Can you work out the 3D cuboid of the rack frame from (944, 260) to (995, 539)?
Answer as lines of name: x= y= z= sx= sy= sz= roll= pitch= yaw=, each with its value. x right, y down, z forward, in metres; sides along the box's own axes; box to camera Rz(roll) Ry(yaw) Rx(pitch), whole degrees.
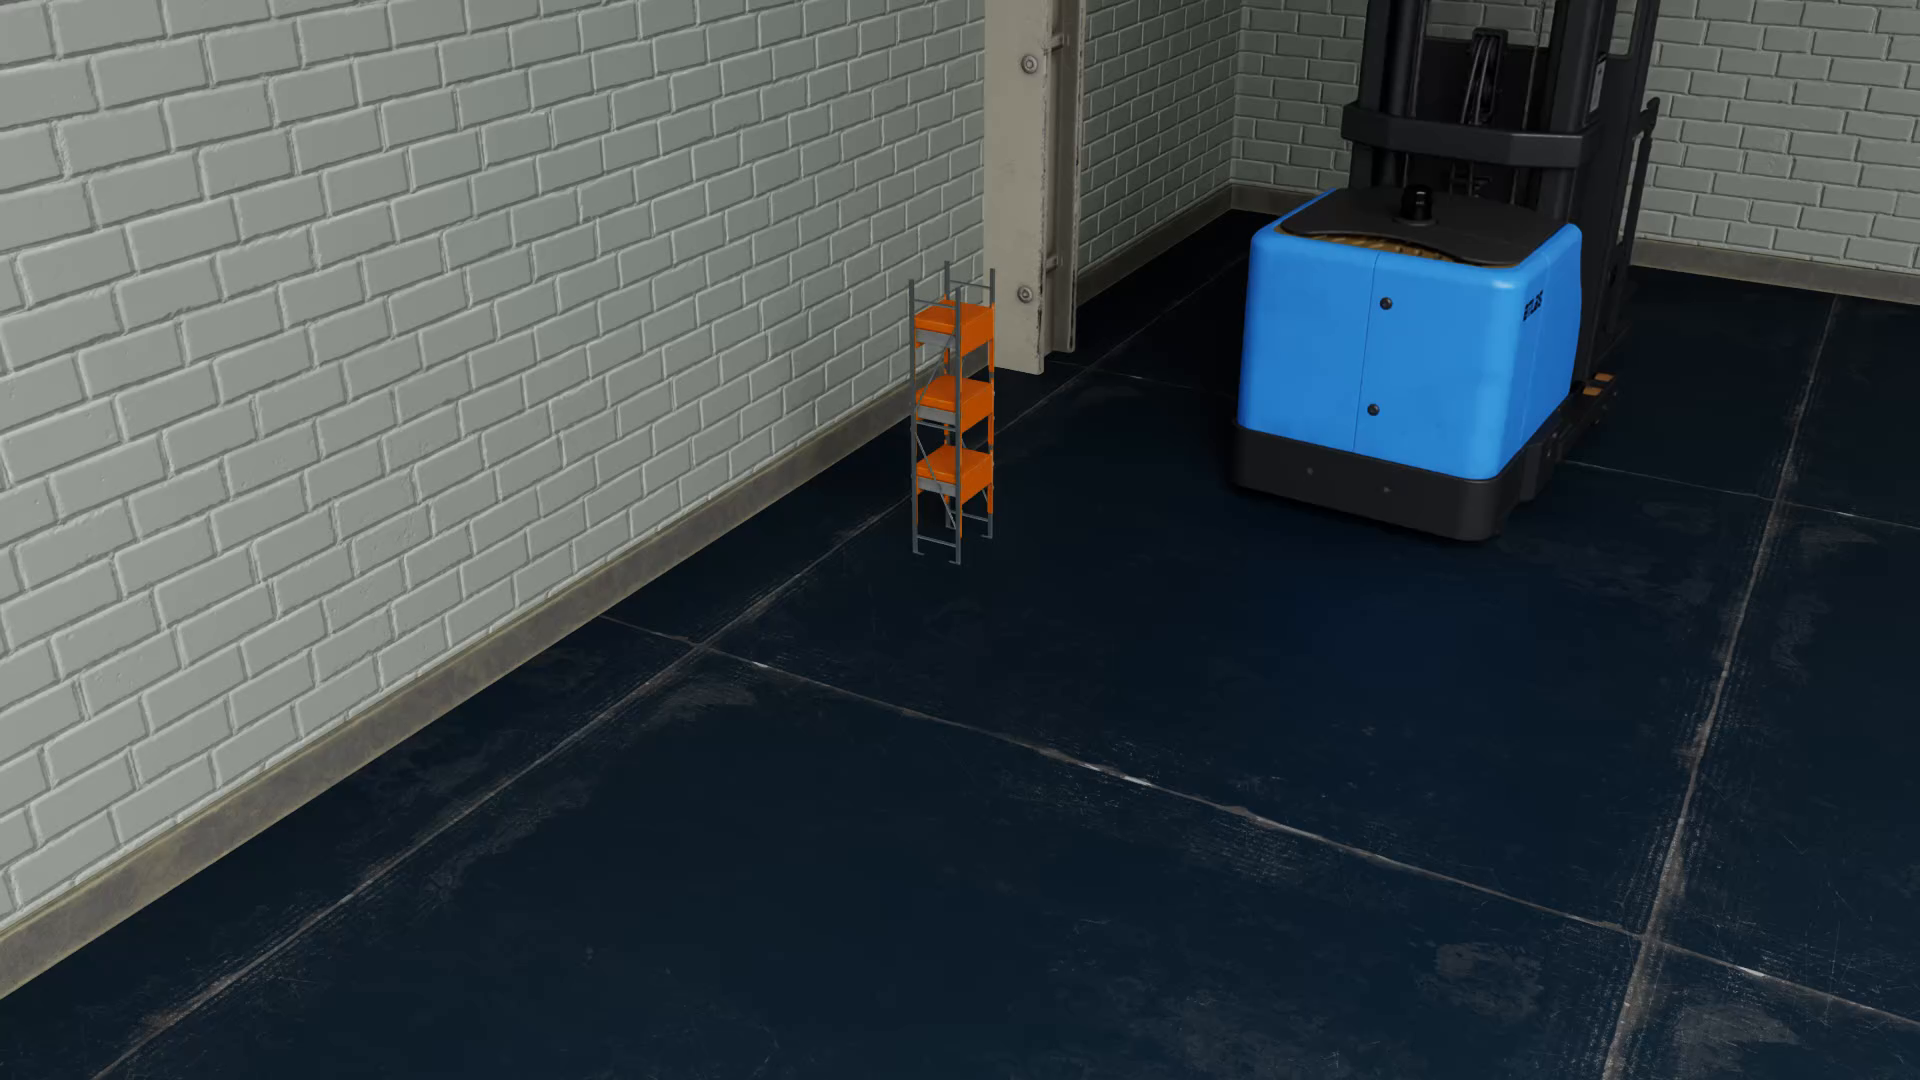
rack frame: x=0.034 y=-0.496 z=6.068 sx=0.200 sy=1.050 sz=0.008 roll=14 pitch=30 yaw=26

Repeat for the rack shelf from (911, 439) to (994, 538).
rack shelf: x=-0.026 y=-0.191 z=6.102 sx=0.215 sy=0.259 sz=0.240 roll=14 pitch=30 yaw=26

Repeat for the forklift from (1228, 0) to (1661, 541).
forklift: x=2.286 y=-1.920 z=6.810 sx=1.130 sy=2.935 sz=3.031 roll=16 pitch=31 yaw=29

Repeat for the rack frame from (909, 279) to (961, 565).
rack frame: x=-0.086 y=-0.401 z=5.878 sx=0.200 sy=1.050 sz=0.008 roll=14 pitch=30 yaw=26

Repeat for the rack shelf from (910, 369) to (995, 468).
rack shelf: x=-0.026 y=-0.439 z=5.978 sx=0.215 sy=0.259 sz=0.240 roll=14 pitch=30 yaw=26

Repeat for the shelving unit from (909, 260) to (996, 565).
shelving unit: x=-0.026 y=-0.449 z=5.973 sx=0.215 sy=1.050 sz=0.252 roll=14 pitch=30 yaw=26

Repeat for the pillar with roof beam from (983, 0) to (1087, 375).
pillar with roof beam: x=4.081 y=-3.961 z=4.110 sx=9.100 sy=9.000 sz=0.400 roll=14 pitch=30 yaw=26

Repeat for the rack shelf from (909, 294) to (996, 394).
rack shelf: x=-0.026 y=-0.693 z=5.851 sx=0.215 sy=0.259 sz=0.240 roll=14 pitch=30 yaw=26
